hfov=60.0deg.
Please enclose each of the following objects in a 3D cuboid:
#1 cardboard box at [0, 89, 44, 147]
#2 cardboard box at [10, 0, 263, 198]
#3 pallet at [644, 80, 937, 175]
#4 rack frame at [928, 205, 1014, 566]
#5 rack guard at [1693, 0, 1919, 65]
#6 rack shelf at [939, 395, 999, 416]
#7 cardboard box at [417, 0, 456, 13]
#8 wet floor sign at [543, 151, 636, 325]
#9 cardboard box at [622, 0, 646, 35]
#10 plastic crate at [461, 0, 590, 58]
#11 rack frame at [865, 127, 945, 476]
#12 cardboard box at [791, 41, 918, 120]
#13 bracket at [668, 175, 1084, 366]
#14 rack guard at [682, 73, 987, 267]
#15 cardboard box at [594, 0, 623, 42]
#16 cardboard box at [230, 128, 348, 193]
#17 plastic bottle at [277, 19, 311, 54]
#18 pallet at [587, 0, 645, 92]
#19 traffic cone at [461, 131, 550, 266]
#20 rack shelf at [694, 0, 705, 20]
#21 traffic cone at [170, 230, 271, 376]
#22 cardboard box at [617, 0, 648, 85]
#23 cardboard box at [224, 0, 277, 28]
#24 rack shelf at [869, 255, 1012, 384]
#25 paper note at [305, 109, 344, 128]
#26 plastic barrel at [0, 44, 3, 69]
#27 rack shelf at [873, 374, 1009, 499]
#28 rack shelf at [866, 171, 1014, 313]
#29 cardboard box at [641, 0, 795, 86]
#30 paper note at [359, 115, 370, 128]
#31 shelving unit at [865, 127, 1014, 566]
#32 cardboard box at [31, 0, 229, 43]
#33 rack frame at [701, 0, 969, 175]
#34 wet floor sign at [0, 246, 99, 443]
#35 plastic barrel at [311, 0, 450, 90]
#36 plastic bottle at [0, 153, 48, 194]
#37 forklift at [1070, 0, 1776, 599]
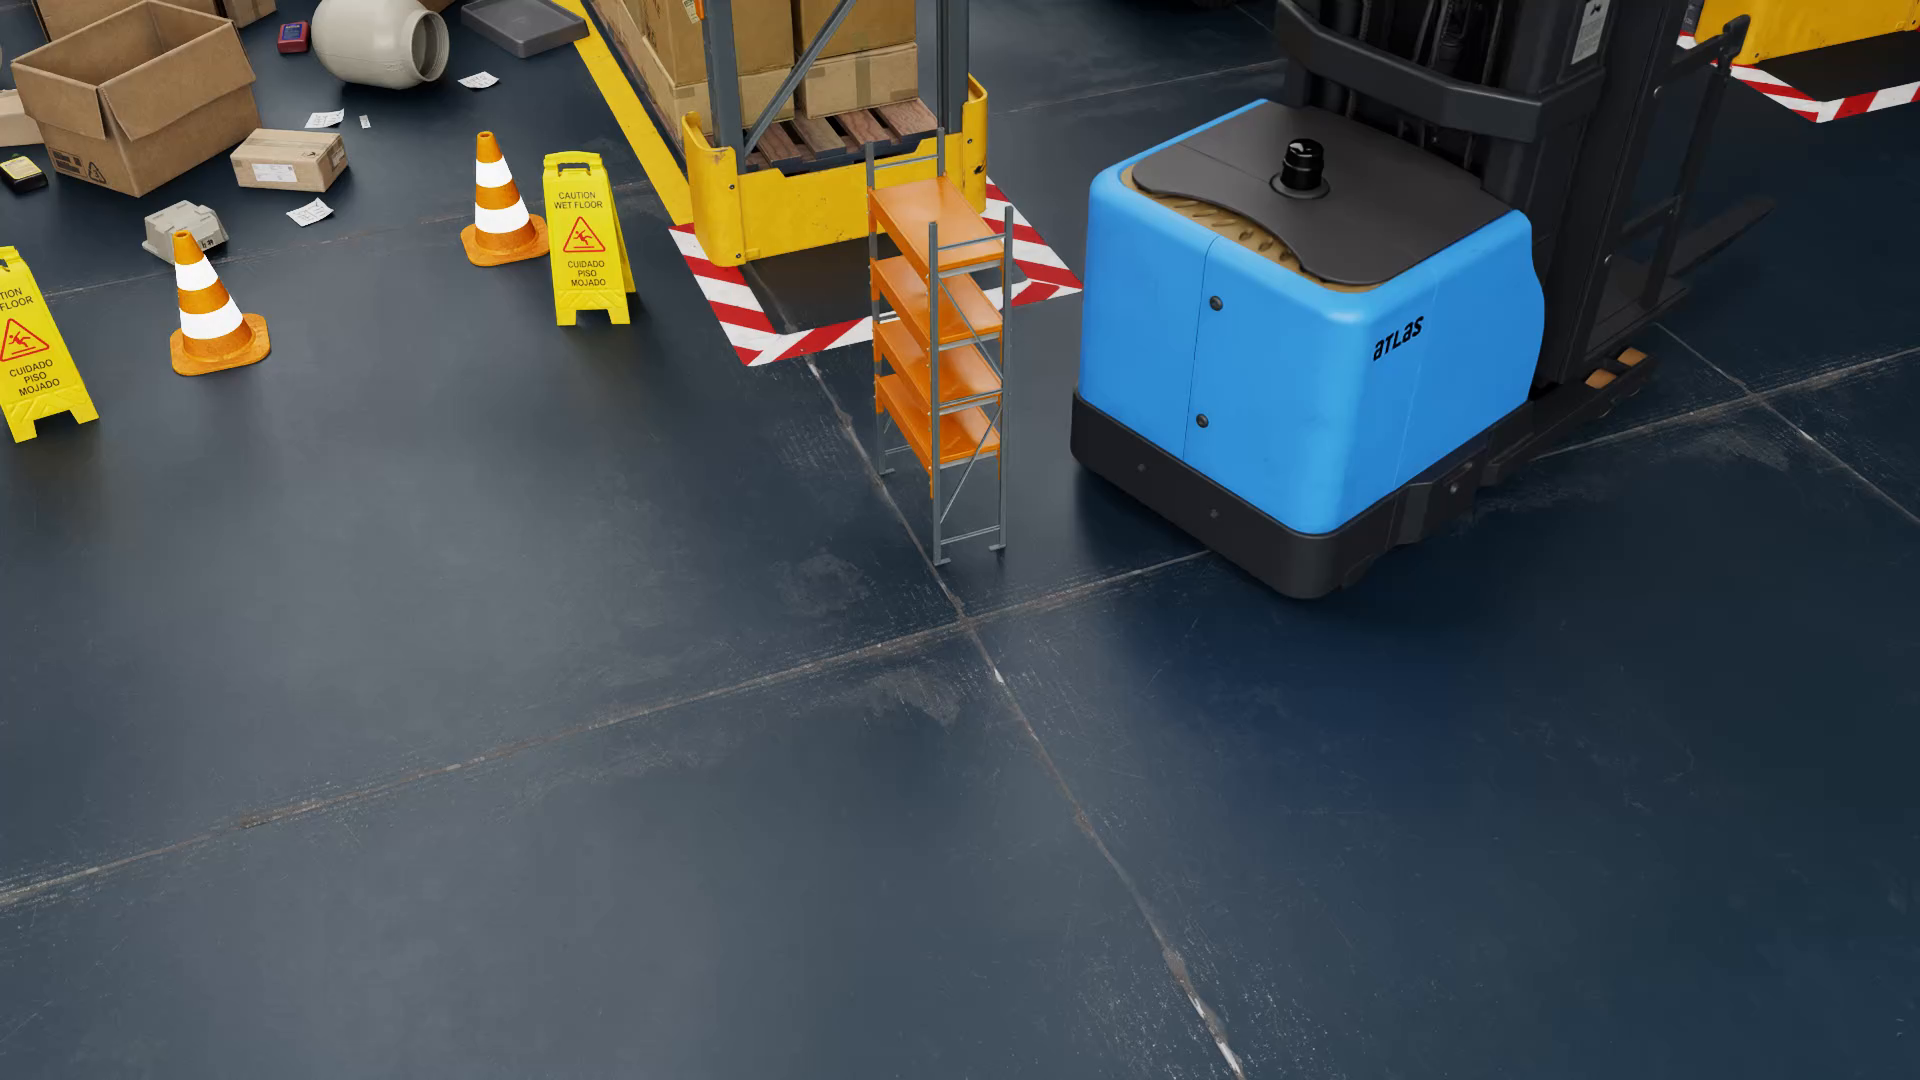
[{"bbox_3d":[-4.156,-1.894,7.249,0.396,0.266,0.258,-8,41,-9],"label":"cardboard box"},{"bbox_3d":[-3.461,-1.873,7.042,0.637,0.503,0.797,19,44,20],"label":"cardboard box"},{"bbox_3d":[-0.757,-1.880,7.274,1.003,0.211,1.213,-15,43,-17],"label":"pallet"},{"bbox_3d":[0.030,-0.408,4.804,0.240,1.200,0.015,-15,43,-17],"label":"rack frame"},{"bbox_3d":[4.144,-2.671,7.973,1.175,0.500,0.348,-15,43,-17],"label":"rack guard"},{"bbox_3d":[-0.063,-0.525,5.000,0.199,0.029,0.442,-15,43,-17],"label":"rack shelf"},{"bbox_3d":[-2.828,-2.871,8.203,0.500,0.500,0.500,12,42,13],"label":"cardboard box"},{"bbox_3d":[-1.366,-1.119,6.056,0.267,0.644,0.232,-2,41,-2],"label":"wet floor sign"},{"bbox_3d":[-1.200,-2.525,7.098,0.500,0.500,0.500,-14,43,-15],"label":"cardboard box"},{"bbox_3d":[-2.137,-2.545,8.149,0.402,0.080,0.583,-31,49,-31],"label":"plastic crate"},{"bbox_3d":[-0.157,-0.702,5.146,0.240,1.200,0.015,-15,43,-17],"label":"rack frame"},{"bbox_3d":[-0.503,-2.065,7.137,0.500,0.250,0.500,-15,43,-17],"label":"cardboard box"},{"bbox_3d":[-0.346,-1.108,6.538,1.378,0.001,1.079,-15,43,-17],"label":"bracket"},{"bbox_3d":[-0.479,-1.491,6.601,1.175,0.500,0.348,-15,43,-17],"label":"rack guard"},{"bbox_3d":[-1.404,-2.557,7.710,0.500,0.250,0.500,-17,43,-18],"label":"cardboard box"},{"bbox_3d":[-2.817,-1.597,6.993,0.380,0.149,0.250,5,41,6],"label":"cardboard box"},{"bbox_3d":[-3.219,-2.443,8.044,0.133,0.061,0.283,-8,41,-9],"label":"plastic bottle"},{"bbox_3d":[-1.220,-2.614,8.127,1.003,0.211,1.213,-15,43,-17],"label":"pallet"},{"bbox_3d":[-1.806,-1.368,6.486,0.336,0.463,0.334,-15,43,-17],"label":"traffic cone"},{"bbox_3d":[-1.215,-3.325,7.368,1.077,0.370,4.000,-15,43,-17],"label":"rack shelf"},{"bbox_3d":[-2.702,-0.887,5.926,0.336,0.463,0.334,-15,43,-17],"label":"traffic cone"},{"bbox_3d":[-1.199,-2.244,7.345,0.500,0.250,0.500,-15,43,-17],"label":"cardboard box"},{"bbox_3d":[-3.652,-2.740,8.232,0.396,0.266,0.258,19,44,20],"label":"cardboard box"},{"bbox_3d":[-0.063,-0.673,4.873,0.258,0.148,0.480,-15,43,-17],"label":"rack shelf"},{"bbox_3d":[-2.837,-1.885,7.427,0.148,0.019,0.142,-2,41,-2],"label":"paper note"},{"bbox_3d":[-4.664,-2.229,7.518,0.512,0.421,0.421,12,42,13],"label":"plastic barrel"},{"bbox_3d":[-0.063,-0.353,5.148,0.258,0.148,0.480,-15,43,-17],"label":"rack shelf"},{"bbox_3d":[-0.063,-0.853,4.719,0.258,0.148,0.480,-15,43,-17],"label":"rack shelf"},{"bbox_3d":[-0.997,-2.212,6.733,0.500,0.500,0.500,-15,43,-17],"label":"cardboard box"},{"bbox_3d":[-7.054,-5.641,11.648,3.823,0.211,13.979,-15,43,-17],"label":"paper note"},{"bbox_3d":[-0.063,-0.555,4.975,0.258,1.200,0.503,-15,43,-17],"label":"shelving unit"},{"bbox_3d":[-3.826,-2.486,7.651,0.797,0.637,0.503,-15,43,-17],"label":"cardboard box"},{"bbox_3d":[-0.450,-2.393,5.732,1.000,3.000,0.127,-15,43,-17],"label":"rack frame"},{"bbox_3d":[-3.144,-0.681,5.547,0.267,0.644,0.232,-23,46,-24],"label":"wet floor sign"},{"bbox_3d":[-2.639,-2.283,7.580,0.512,0.421,0.421,12,42,13],"label":"plastic barrel"},{"bbox_3d":[-3.966,-1.552,7.008,0.133,0.061,0.283,-31,49,-31],"label":"plastic bottle"},{"bbox_3d":[1.802,-1.762,5.051,3.031,2.935,1.130,-30,49,-30],"label":"forklift"}]
